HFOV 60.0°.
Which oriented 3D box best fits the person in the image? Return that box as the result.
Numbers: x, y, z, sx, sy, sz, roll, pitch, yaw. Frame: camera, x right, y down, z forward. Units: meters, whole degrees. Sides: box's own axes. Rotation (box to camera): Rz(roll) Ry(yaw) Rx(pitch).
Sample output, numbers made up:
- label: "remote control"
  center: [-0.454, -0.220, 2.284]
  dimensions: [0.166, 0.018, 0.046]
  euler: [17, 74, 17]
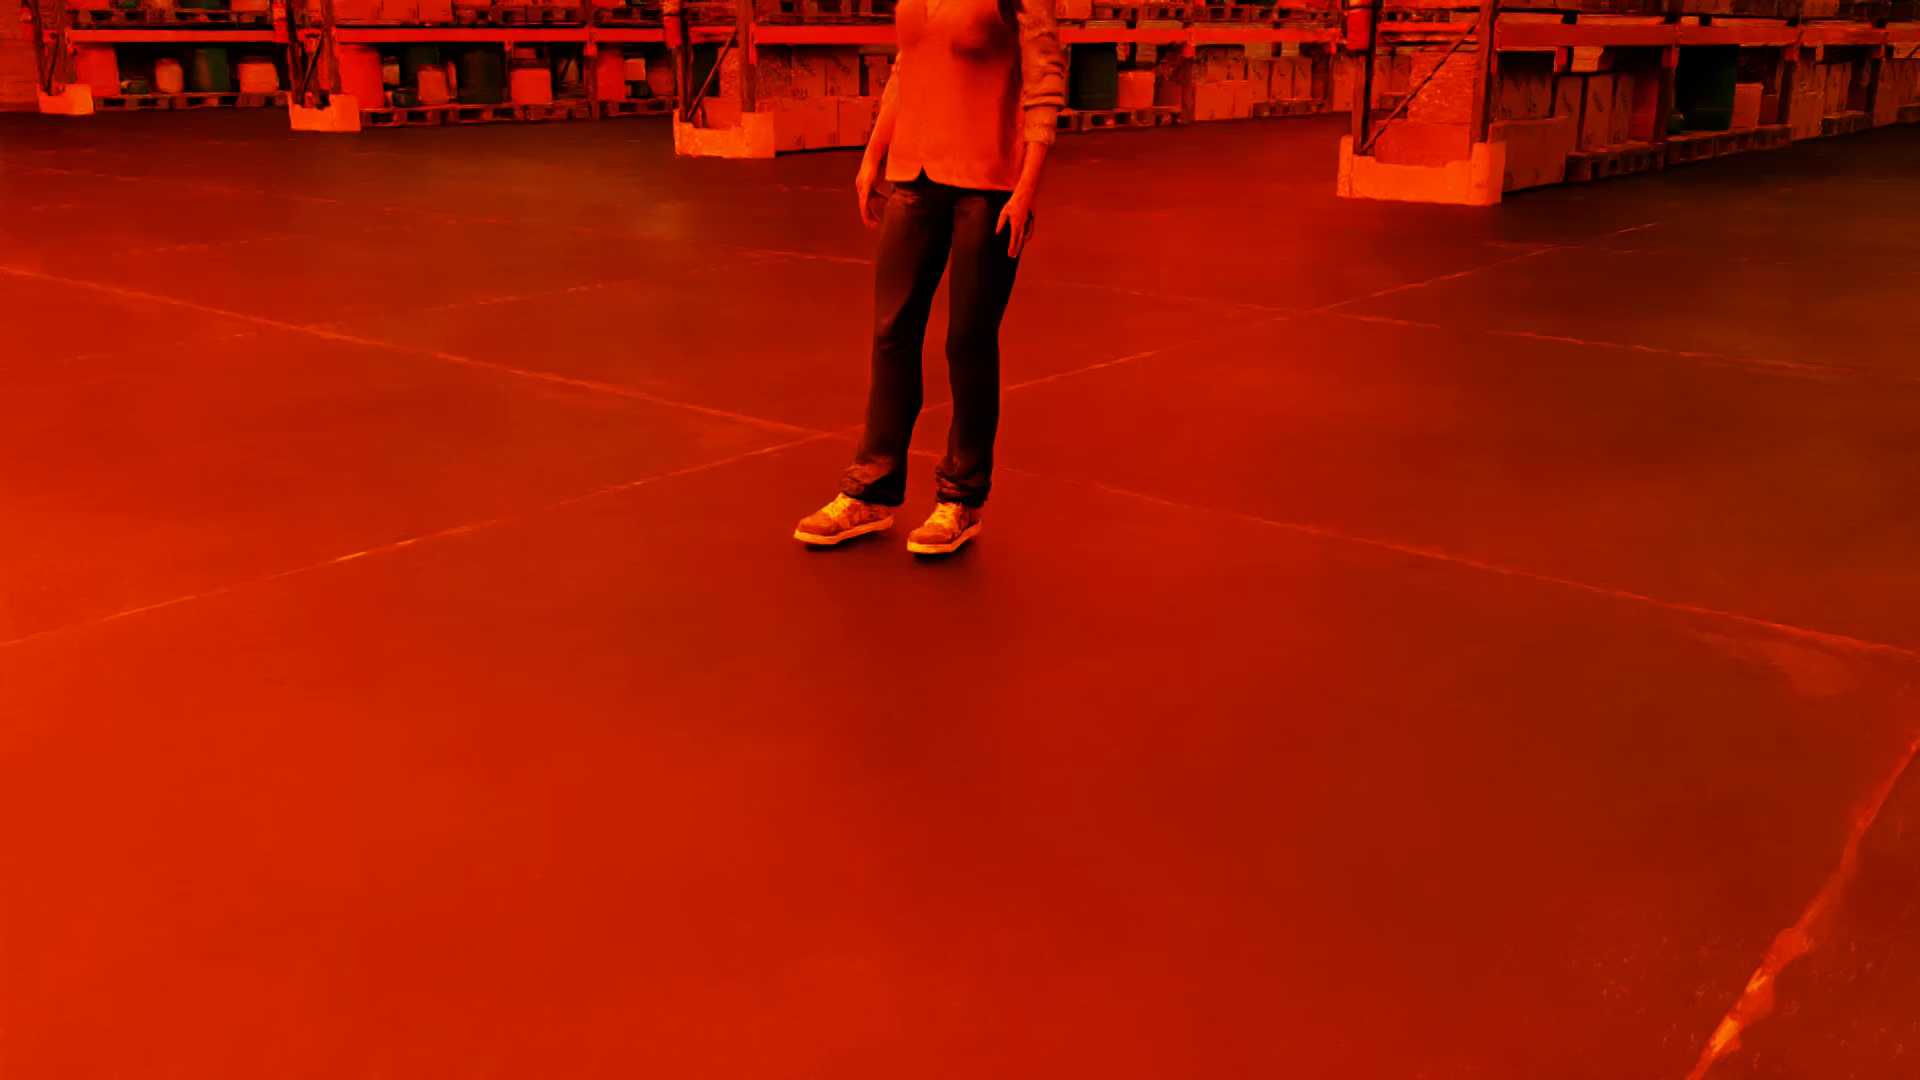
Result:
- label: "person"
  center: [-0.058, -0.757, 3.662]
  dimensions: [0.520, 1.597, 0.474]
  euler: [13, 21, 37]
